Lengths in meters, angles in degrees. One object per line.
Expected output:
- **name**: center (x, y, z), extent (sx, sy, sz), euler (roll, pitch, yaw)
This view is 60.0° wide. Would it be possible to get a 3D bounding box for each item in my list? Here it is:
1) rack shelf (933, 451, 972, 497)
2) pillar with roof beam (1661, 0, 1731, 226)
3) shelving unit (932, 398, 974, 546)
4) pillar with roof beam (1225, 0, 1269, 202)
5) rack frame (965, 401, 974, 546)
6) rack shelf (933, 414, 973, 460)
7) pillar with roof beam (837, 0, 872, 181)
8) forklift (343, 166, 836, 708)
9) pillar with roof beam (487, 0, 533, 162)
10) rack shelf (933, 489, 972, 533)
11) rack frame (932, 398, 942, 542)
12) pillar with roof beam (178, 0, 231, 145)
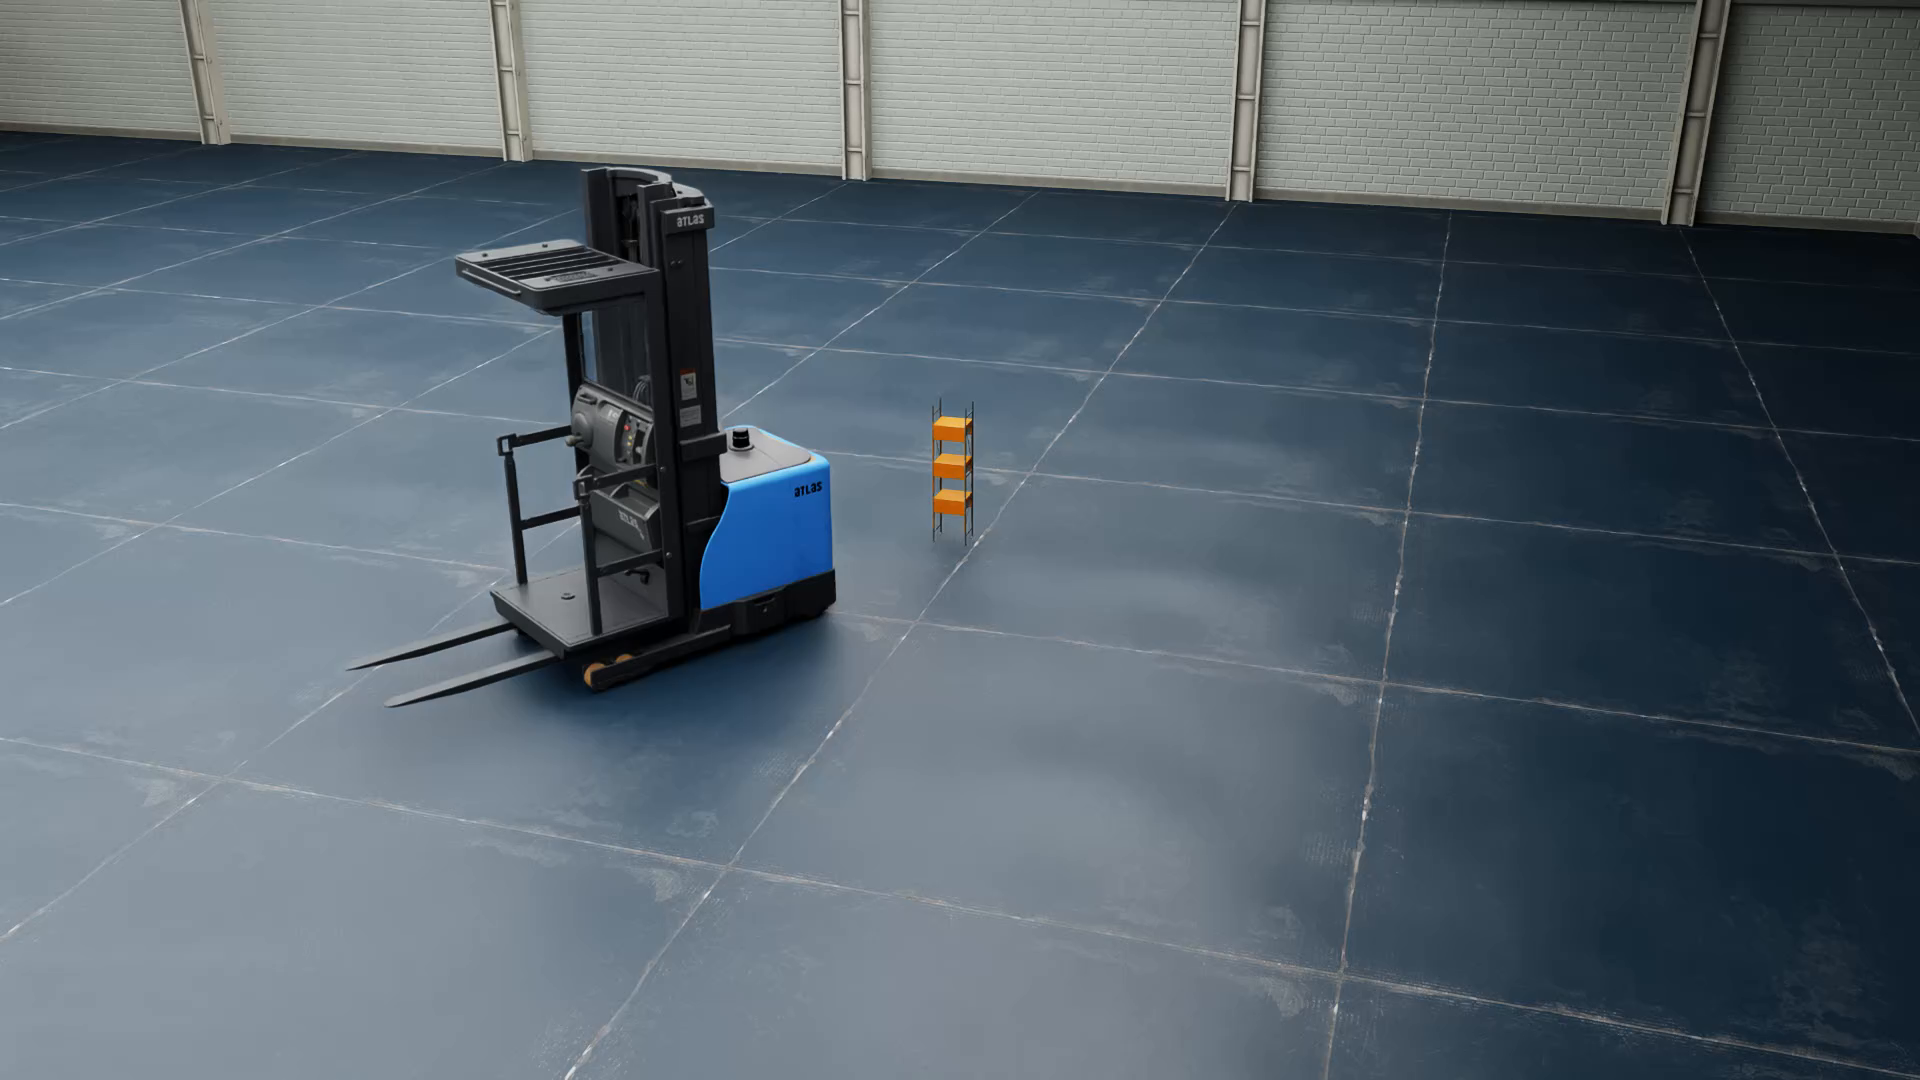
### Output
- **rack shelf**: center (-0.051, -0.482, 12.089), extent (0.240, 0.259, 0.215), euler (7, 23, 16)
- **pillar with roof beam**: center (8.634, -6.965, 17.393), extent (0.400, 9.000, 9.100), euler (7, 23, 16)
- **shelving unit**: center (-0.051, -0.492, 12.085), extent (0.252, 1.050, 0.215), euler (7, 23, 16)
- **pillar with roof beam**: center (2.890, -7.623, 18.997), extent (0.400, 9.000, 9.100), euler (7, 23, 16)
- **rack frame**: center (0.066, -0.478, 12.052), extent (0.008, 1.050, 0.200), euler (7, 23, 16)
- **rack shelf**: center (-0.051, -0.744, 11.981), extent (0.240, 0.259, 0.215), euler (7, 23, 16)
- **pillar with roof beam**: center (-2.855, -8.281, 20.600), extent (0.400, 9.000, 9.100), euler (7, 23, 16)
- **forklift**: center (-2.284, -0.669, 10.040), extent (3.031, 2.935, 1.130), euler (-17, 28, -36)
- **pillar with roof beam**: center (-8.599, -8.939, 22.204), extent (0.400, 9.000, 9.100), euler (7, 23, 16)
- **rack shelf**: center (-0.051, -0.225, 12.195), extent (0.240, 0.259, 0.215), euler (7, 23, 16)
- **rack frame**: center (-0.168, -0.505, 12.118), extent (0.008, 1.050, 0.200), euler (7, 23, 16)
- **pillar with roof beam**: center (-14.343, -9.596, 23.807), extent (0.400, 9.000, 9.100), euler (7, 23, 16)
